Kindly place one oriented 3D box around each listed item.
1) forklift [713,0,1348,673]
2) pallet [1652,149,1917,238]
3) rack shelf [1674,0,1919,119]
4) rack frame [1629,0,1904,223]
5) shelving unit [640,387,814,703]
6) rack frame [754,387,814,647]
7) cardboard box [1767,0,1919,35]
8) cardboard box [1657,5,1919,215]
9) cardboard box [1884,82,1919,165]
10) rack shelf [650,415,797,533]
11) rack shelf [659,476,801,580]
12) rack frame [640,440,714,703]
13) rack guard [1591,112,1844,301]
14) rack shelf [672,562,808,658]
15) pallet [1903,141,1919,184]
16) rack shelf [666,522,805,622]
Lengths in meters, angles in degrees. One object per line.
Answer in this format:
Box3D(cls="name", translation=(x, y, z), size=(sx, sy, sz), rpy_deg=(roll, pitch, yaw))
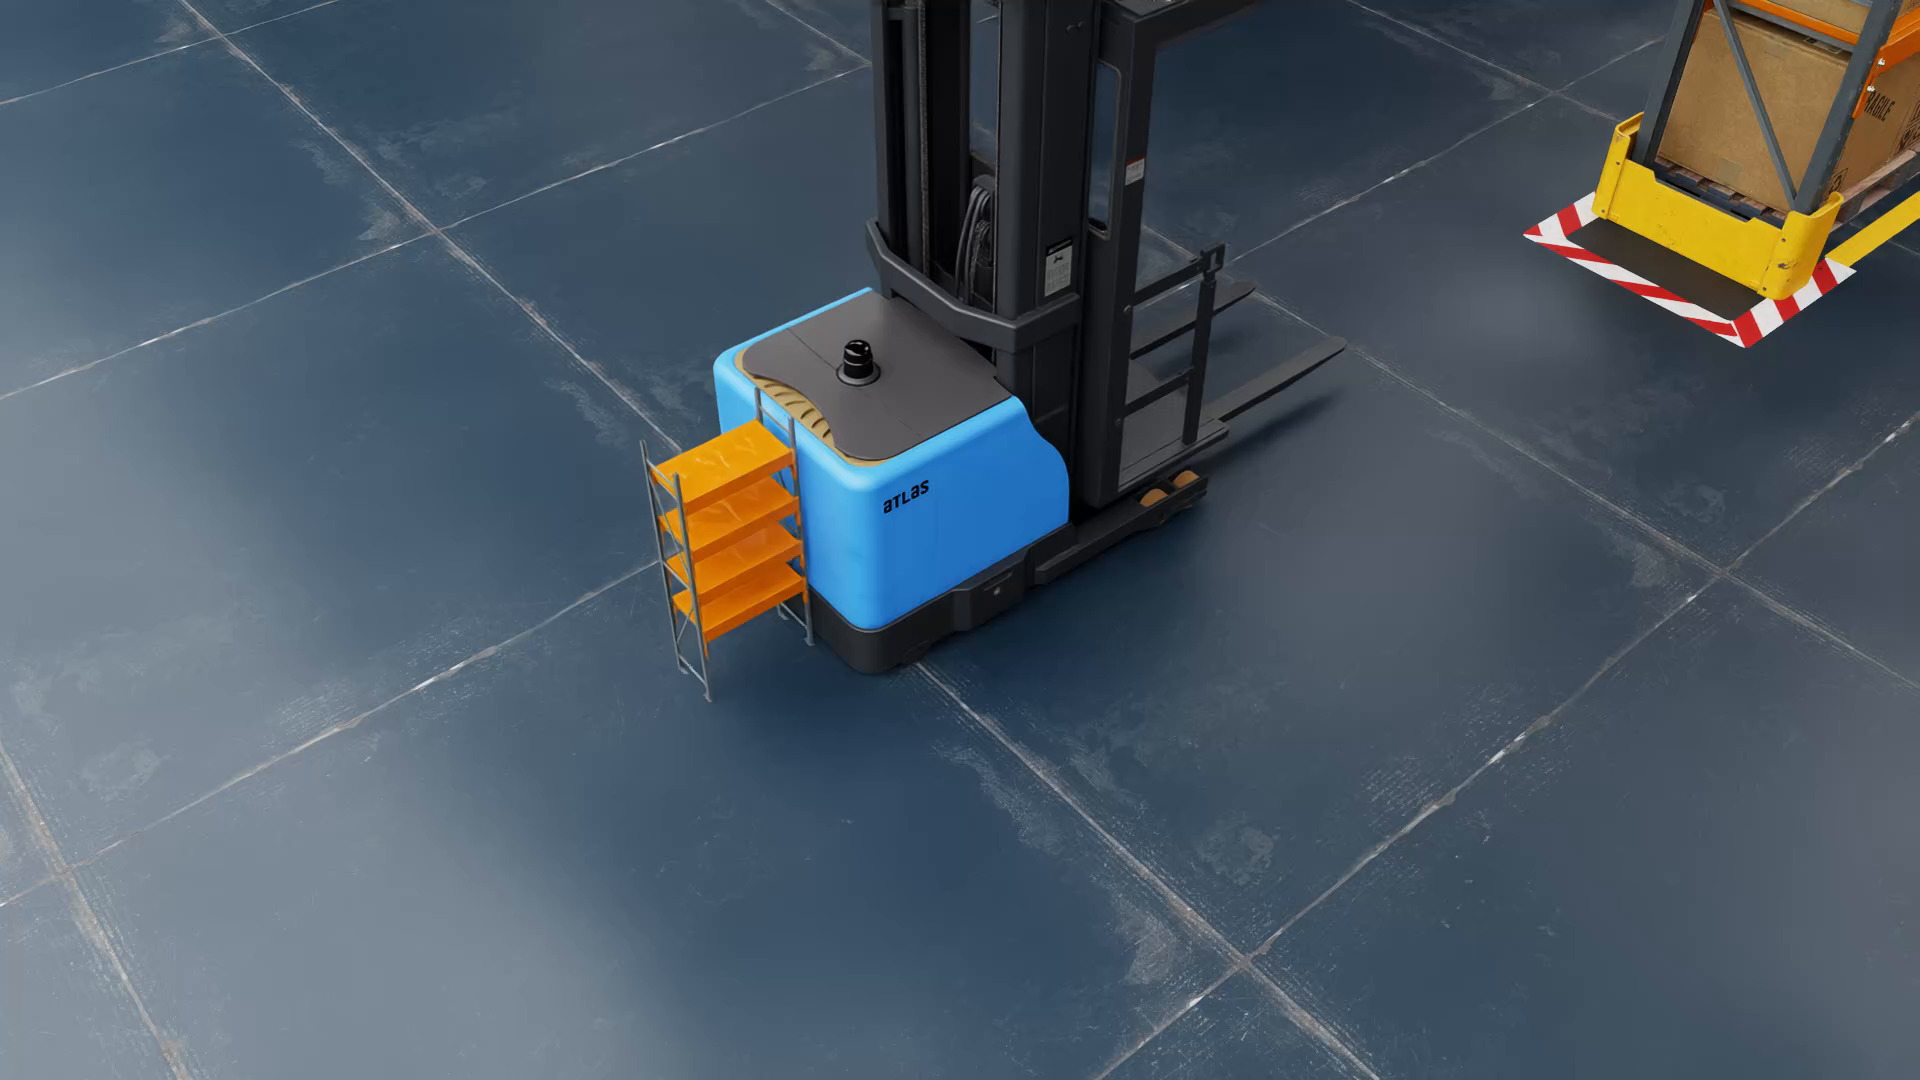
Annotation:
Box3D(cls="forklift", translation=(0.481, -1.383, 6.636), size=(3.031, 2.935, 1.130), rpy_deg=(-29, 50, -27))
Box3D(cls="pallet", translation=(4.577, -2.086, 9.371), size=(1.213, 0.211, 1.003), rpy_deg=(-30, 51, -28))
Box3D(cls="rack shelf", translation=(5.548, -3.326, 9.180), size=(4.000, 0.370, 1.077), rpy_deg=(-30, 51, -28))
Box3D(cls="rack frame", translation=(4.014, -2.710, 7.998), size=(0.127, 3.000, 1.000), rpy_deg=(-30, 51, -28))
Box3D(cls="shelving unit", translation=(-0.872, 0.040, 6.384), size=(0.503, 1.200, 0.258), rpy_deg=(-29, 50, -27))
Box3D(cls="rack frame", translation=(-0.682, -0.065, 6.496), size=(0.015, 1.200, 0.240), rpy_deg=(-29, 50, -27))
Box3D(cls="cardboard box", translation=(4.270, -2.952, 8.146), size=(0.550, 0.550, 0.875), rpy_deg=(-30, 51, -28))
Box3D(cls="cardboard box", translation=(4.492, -2.421, 8.936), size=(0.875, 0.875, 0.875), rpy_deg=(-29, 51, -28))
Box3D(cls="cardboard box", translation=(5.166, -2.809, 9.349), size=(0.875, 0.875, 0.875), rpy_deg=(-31, 51, -28))
Box3D(cls="rack shelf", translation=(-0.872, -0.246, 6.115), size=(0.480, 0.148, 0.258), rpy_deg=(-29, 50, -27))
Box3D(cls="rack shelf", translation=(-0.872, -0.074, 6.277), size=(0.480, 0.148, 0.258), rpy_deg=(-29, 50, -27))
Box3D(cls="rack frame", translation=(-1.061, 0.145, 6.272), size=(0.015, 1.200, 0.240), rpy_deg=(-29, 50, -27))
Box3D(cls="rack guard", translation=(3.996, -1.789, 8.843), size=(0.348, 0.500, 1.175), rpy_deg=(-30, 51, -28))
Box3D(cls="rack shelf", translation=(-0.872, 0.234, 6.566), size=(0.480, 0.148, 0.258), rpy_deg=(-29, 50, -27))
Box3D(cls="pallet", translation=(5.513, -2.619, 9.938), size=(1.213, 0.211, 1.003), rpy_deg=(-30, 51, -28))
Box3D(cls="rack shelf", translation=(-0.872, 0.089, 6.430), size=(0.480, 0.148, 0.258), rpy_deg=(-29, 50, -27))
